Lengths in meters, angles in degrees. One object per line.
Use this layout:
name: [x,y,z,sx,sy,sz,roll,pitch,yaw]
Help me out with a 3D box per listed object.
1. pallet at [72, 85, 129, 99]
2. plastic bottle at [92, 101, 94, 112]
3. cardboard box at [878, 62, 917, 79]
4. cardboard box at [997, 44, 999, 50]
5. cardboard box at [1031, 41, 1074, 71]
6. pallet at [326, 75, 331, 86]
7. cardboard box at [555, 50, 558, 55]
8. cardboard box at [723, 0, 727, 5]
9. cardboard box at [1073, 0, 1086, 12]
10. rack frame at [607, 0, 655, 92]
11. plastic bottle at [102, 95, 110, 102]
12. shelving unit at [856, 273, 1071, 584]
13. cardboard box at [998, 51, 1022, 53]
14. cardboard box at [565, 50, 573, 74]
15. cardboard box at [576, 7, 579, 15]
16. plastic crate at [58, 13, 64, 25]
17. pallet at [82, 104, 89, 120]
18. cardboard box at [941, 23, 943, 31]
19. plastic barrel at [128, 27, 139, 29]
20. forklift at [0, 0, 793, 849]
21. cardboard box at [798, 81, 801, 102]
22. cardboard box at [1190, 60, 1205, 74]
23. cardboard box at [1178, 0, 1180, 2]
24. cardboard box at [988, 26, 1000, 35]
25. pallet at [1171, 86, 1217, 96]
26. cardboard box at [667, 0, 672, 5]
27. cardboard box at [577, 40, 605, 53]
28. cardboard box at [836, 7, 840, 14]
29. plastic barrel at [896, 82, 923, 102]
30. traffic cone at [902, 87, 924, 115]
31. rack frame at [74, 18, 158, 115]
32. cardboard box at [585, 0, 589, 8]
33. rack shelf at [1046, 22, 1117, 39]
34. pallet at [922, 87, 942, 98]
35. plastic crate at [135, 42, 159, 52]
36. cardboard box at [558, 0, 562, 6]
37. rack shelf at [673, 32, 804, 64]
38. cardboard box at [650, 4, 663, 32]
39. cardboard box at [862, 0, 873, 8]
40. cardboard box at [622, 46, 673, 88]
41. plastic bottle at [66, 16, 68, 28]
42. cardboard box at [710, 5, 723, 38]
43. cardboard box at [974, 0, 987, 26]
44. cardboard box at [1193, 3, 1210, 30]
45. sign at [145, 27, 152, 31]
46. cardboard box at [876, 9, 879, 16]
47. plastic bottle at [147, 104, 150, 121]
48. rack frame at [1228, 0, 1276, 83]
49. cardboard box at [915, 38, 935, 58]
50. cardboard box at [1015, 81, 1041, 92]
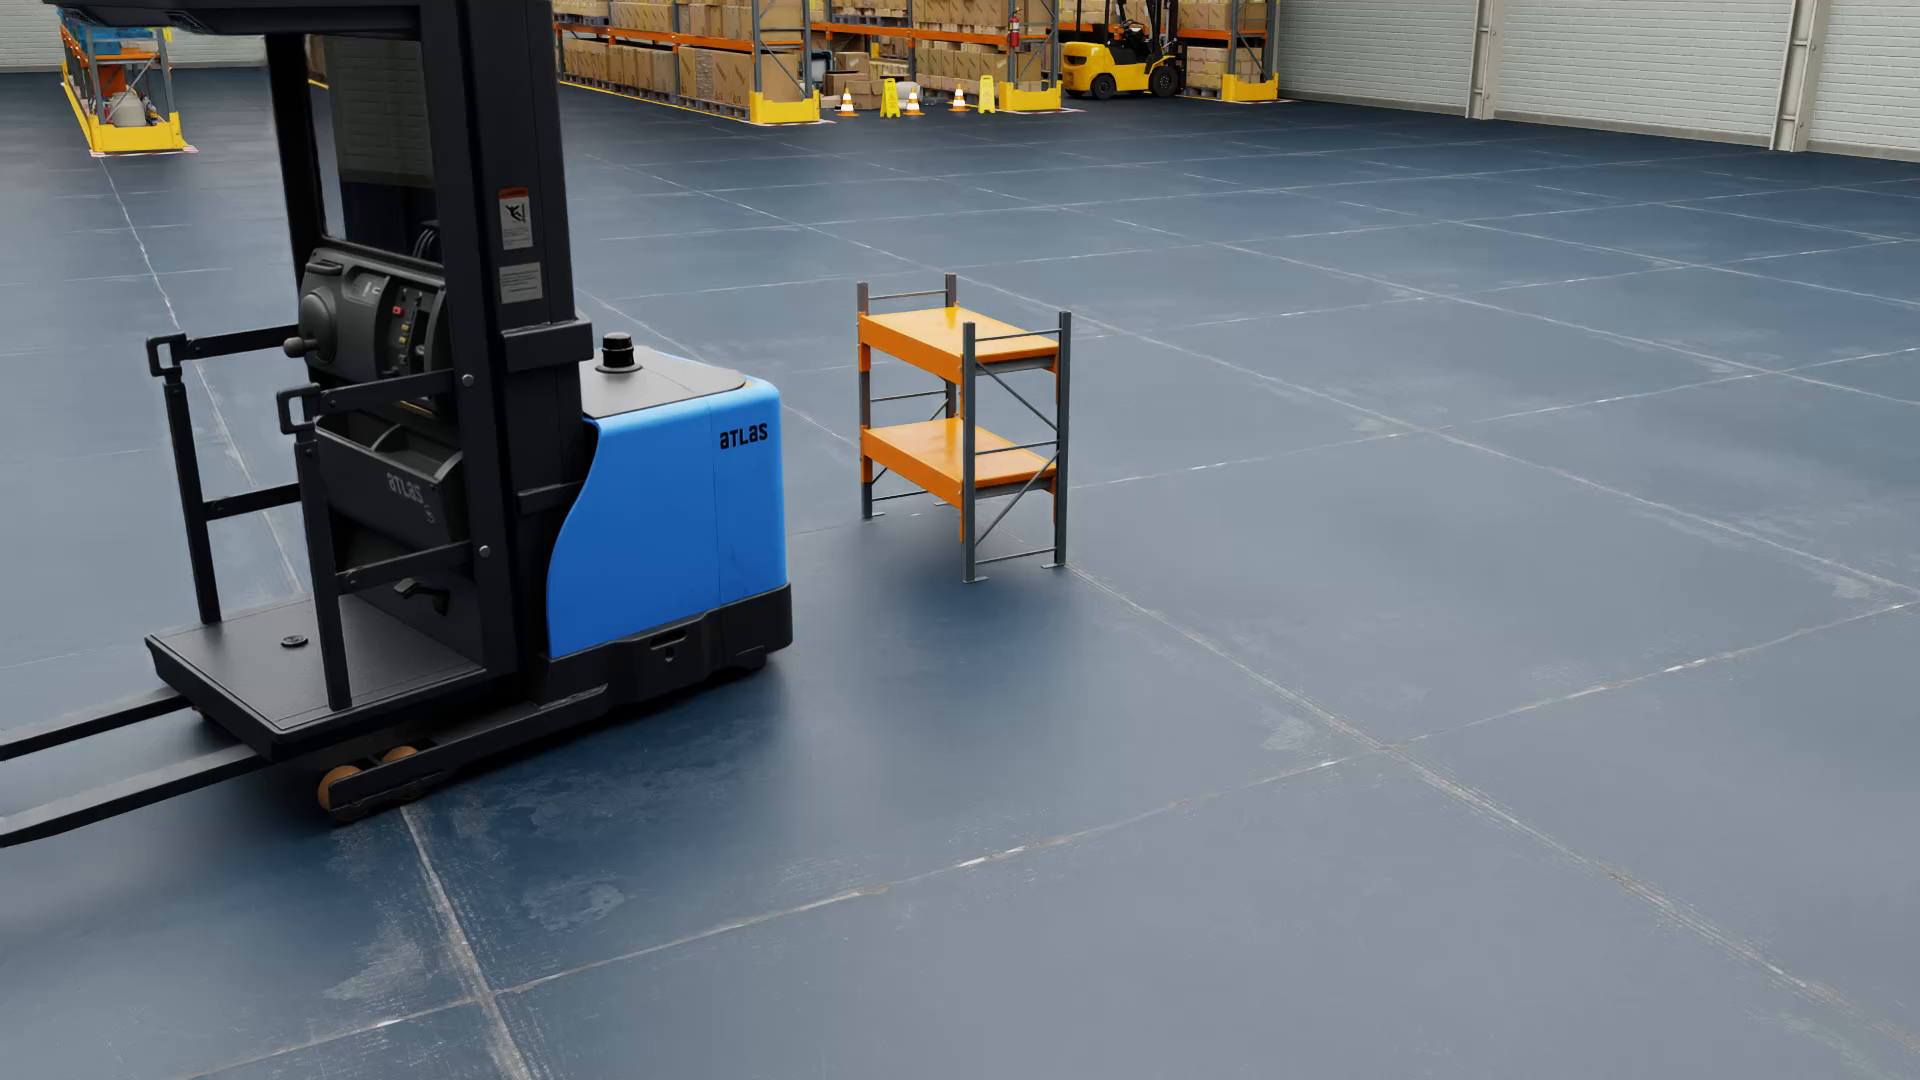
pallet: [-17.122,-8.932,33.192,1.003,0.211,1.213,-10,21,-27]
plastic bottle: [-13.503,-6.701,25.943,0.061,0.283,0.133,-9,21,-24]
cardboard box: [-1.168,-9.796,34.806,0.950,0.372,0.625,-9,21,-23]
cardboard box: [1.025,-11.802,40.423,0.500,0.500,0.500,-9,21,-24]
cardboard box: [2.179,-11.296,38.767,0.875,0.625,0.625,-9,21,-25]
pallet: [-13.385,-10.157,36.744,1.003,0.211,1.213,-10,21,-27]
cardboard box: [-9.234,-11.245,38.437,0.380,0.149,0.250,-10,21,-26]
cardboard box: [-3.612,-9.559,28.849,0.875,0.550,0.550,-10,21,-27]
cardboard box: [2.848,-11.814,36.735,0.500,0.250,0.500,-10,21,-26]
rack frame: [-6.780,-10.836,34.436,1.000,3.000,0.127,-10,21,-27]
plastic bottle: [-13.508,-6.863,26.310,0.144,0.351,0.185,-10,21,-27]
shelving unit: [-0.003,-0.534,7.454,0.538,1.125,1.048,-10,21,-27]
cardboard box: [0.923,-9.019,31.592,0.500,0.500,0.500,-11,22,-29]
cardboard box: [-8.562,-10.748,37.369,0.500,0.500,0.500,-9,21,-25]
cardboard box: [-8.023,-11.355,35.682,0.380,0.149,0.250,-9,21,-25]
plastic crate: [-18.756,-10.989,35.045,0.416,0.233,0.300,-10,21,-27]
pallet: [-14.643,-7.433,28.849,1.003,0.211,1.213,-10,21,-27]
cardboard box: [-0.146,-9.941,32.226,0.380,0.149,0.250,-10,21,-27]
plastic barrel: [-13.570,-8.576,27.118,0.600,0.901,0.708,-10,21,-27]
forklift: [-2.037,-0.710,5.195,3.031,2.935,1.130,-18,26,-42]
cardboard box: [-3.240,-8.221,30.685,0.500,0.500,0.500,-6,20,-17]
cardboard box: [4.959,-9.477,33.303,0.500,0.250,0.500,-10,22,-27]
cardboard box: [4.613,-10.965,33.663,0.380,0.149,0.250,-10,21,-27]
cardboard box: [0.743,-9.346,30.503,0.380,0.149,0.250,-10,22,-27]
pallet: [4.718,-9.350,34.404,1.003,0.211,1.213,-10,21,-27]
cardboard box: [-5.122,-10.349,31.339,0.700,0.500,0.500,-10,22,-28]
cardboard box: [-8.068,-10.803,36.379,0.500,0.250,0.500,-9,21,-25]
cardboard box: [-2.481,-11.589,36.360,0.380,0.149,0.250,-11,22,-30]
plastic barrel: [-0.986,-8.476,31.545,0.512,0.421,0.421,4,19,11]
traffic cone: [-0.828,-7.790,29.498,0.336,0.463,0.334,-10,21,-27]
rack frame: [-13.653,-8.181,26.742,1.000,3.000,0.127,-10,21,-27]
cardboard box: [-7.671,-11.279,35.005,0.380,0.149,0.250,-9,21,-25]
rack shelf: [2.844,-11.487,37.427,1.077,0.370,4.000,-10,21,-27]
pallet: [-0.222,-8.978,33.326,1.003,0.211,1.213,-10,21,-27]
plastic crate: [-11.895,-7.215,24.347,0.298,0.136,0.250,-10,21,-27]
cardboard box: [-8.650,-11.872,36.724,0.380,0.149,0.250,-9,21,-25]
rack shelf: [-3.931,-8.774,29.562,1.077,0.370,4.000,-10,21,-27]
cardboard box: [-5.604,-9.988,31.826,0.500,0.500,0.500,-10,22,-27]
cardboard box: [-1.719,-11.408,34.842,0.500,0.500,0.500,-11,22,-29]
cardboard box: [-6.152,-9.532,33.461,1.050,0.750,0.750,-10,21,-26]
plastic bottle: [-17.653,-10.251,32.920,0.061,0.283,0.133,-10,21,-27]
cardboard box: [-3.921,-9.190,29.437,0.875,0.550,0.500,-10,21,-27]
cardboard box: [0.593,-9.781,30.768,0.500,0.500,0.500,-10,21,-27]
cardboard box: [4.991,-10.403,33.029,0.500,0.500,0.500,-9,21,-25]
sign: [-13.163,-8.394,26.935,0.100,0.325,0.005,-10,21,-27]
cardboard box: [-1.531,-10.963,34.546,0.380,0.149,0.250,-10,21,-27]
plastic bottle: [-12.550,-6.647,25.805,0.097,0.271,0.097,0,19,0]
rack frame: [5.694,-10.105,32.318,1.000,3.000,0.127,-10,21,-27]
cardboard box: [-0.832,-12.975,43.824,0.700,0.500,0.500,-11,22,-29]
cardboard box: [1.187,-8.508,31.262,0.500,0.250,0.500,-10,21,-27]
